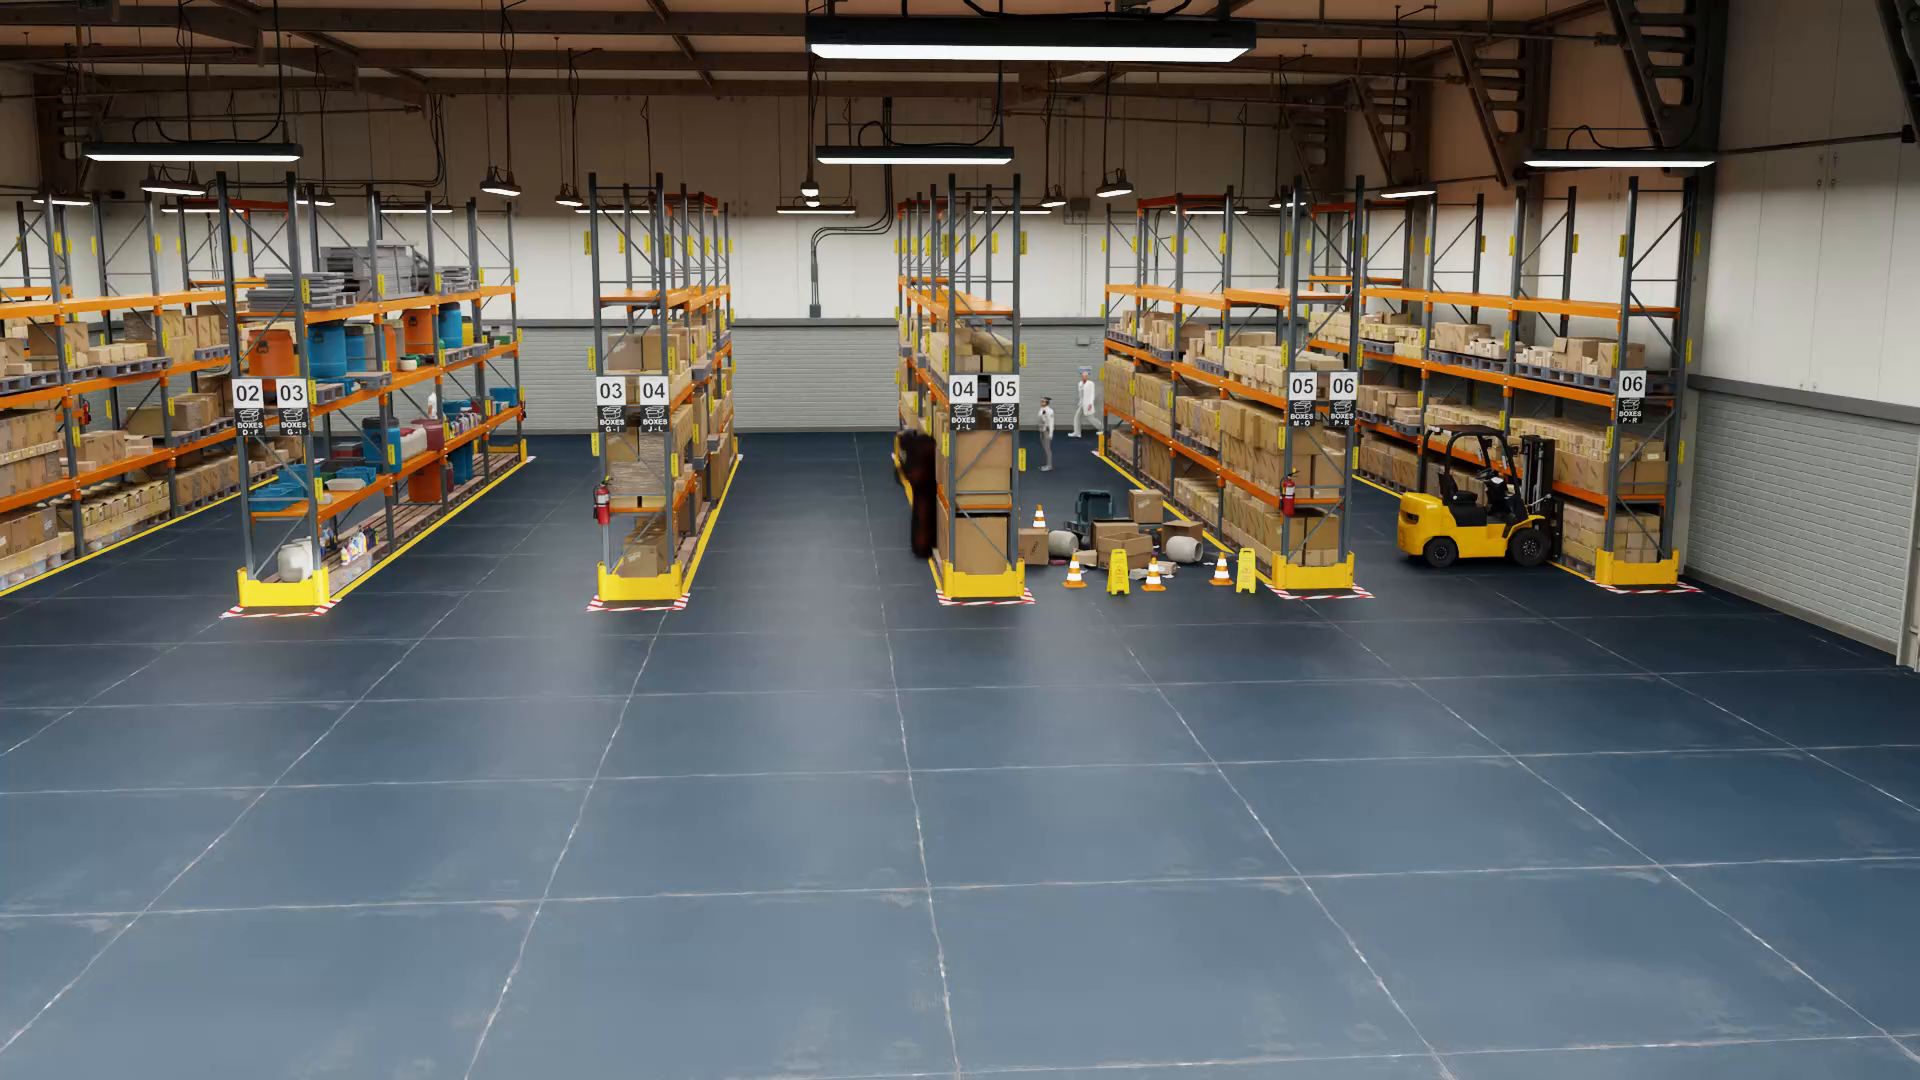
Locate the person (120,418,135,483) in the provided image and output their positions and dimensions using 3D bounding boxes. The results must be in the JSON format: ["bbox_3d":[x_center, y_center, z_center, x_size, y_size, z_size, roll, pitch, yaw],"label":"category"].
[{"bbox_3d":[-17.031,-1.742,34.050,0.398,1.546,0.830,0,10,-2],"label":"person"}]

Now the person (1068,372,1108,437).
[{"bbox_3d":[3.366,-3.587,43.967,1.053,1.731,0.643,-3,10,-17],"label":"person"}]

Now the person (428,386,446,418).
[{"bbox_3d":[-12.989,-3.063,41.275,0.620,1.635,0.520,5,11,25],"label":"person"}]

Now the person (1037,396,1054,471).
[{"bbox_3d":[1.928,-2.418,37.541,0.338,1.685,0.551,-4,11,-20],"label":"person"}]
